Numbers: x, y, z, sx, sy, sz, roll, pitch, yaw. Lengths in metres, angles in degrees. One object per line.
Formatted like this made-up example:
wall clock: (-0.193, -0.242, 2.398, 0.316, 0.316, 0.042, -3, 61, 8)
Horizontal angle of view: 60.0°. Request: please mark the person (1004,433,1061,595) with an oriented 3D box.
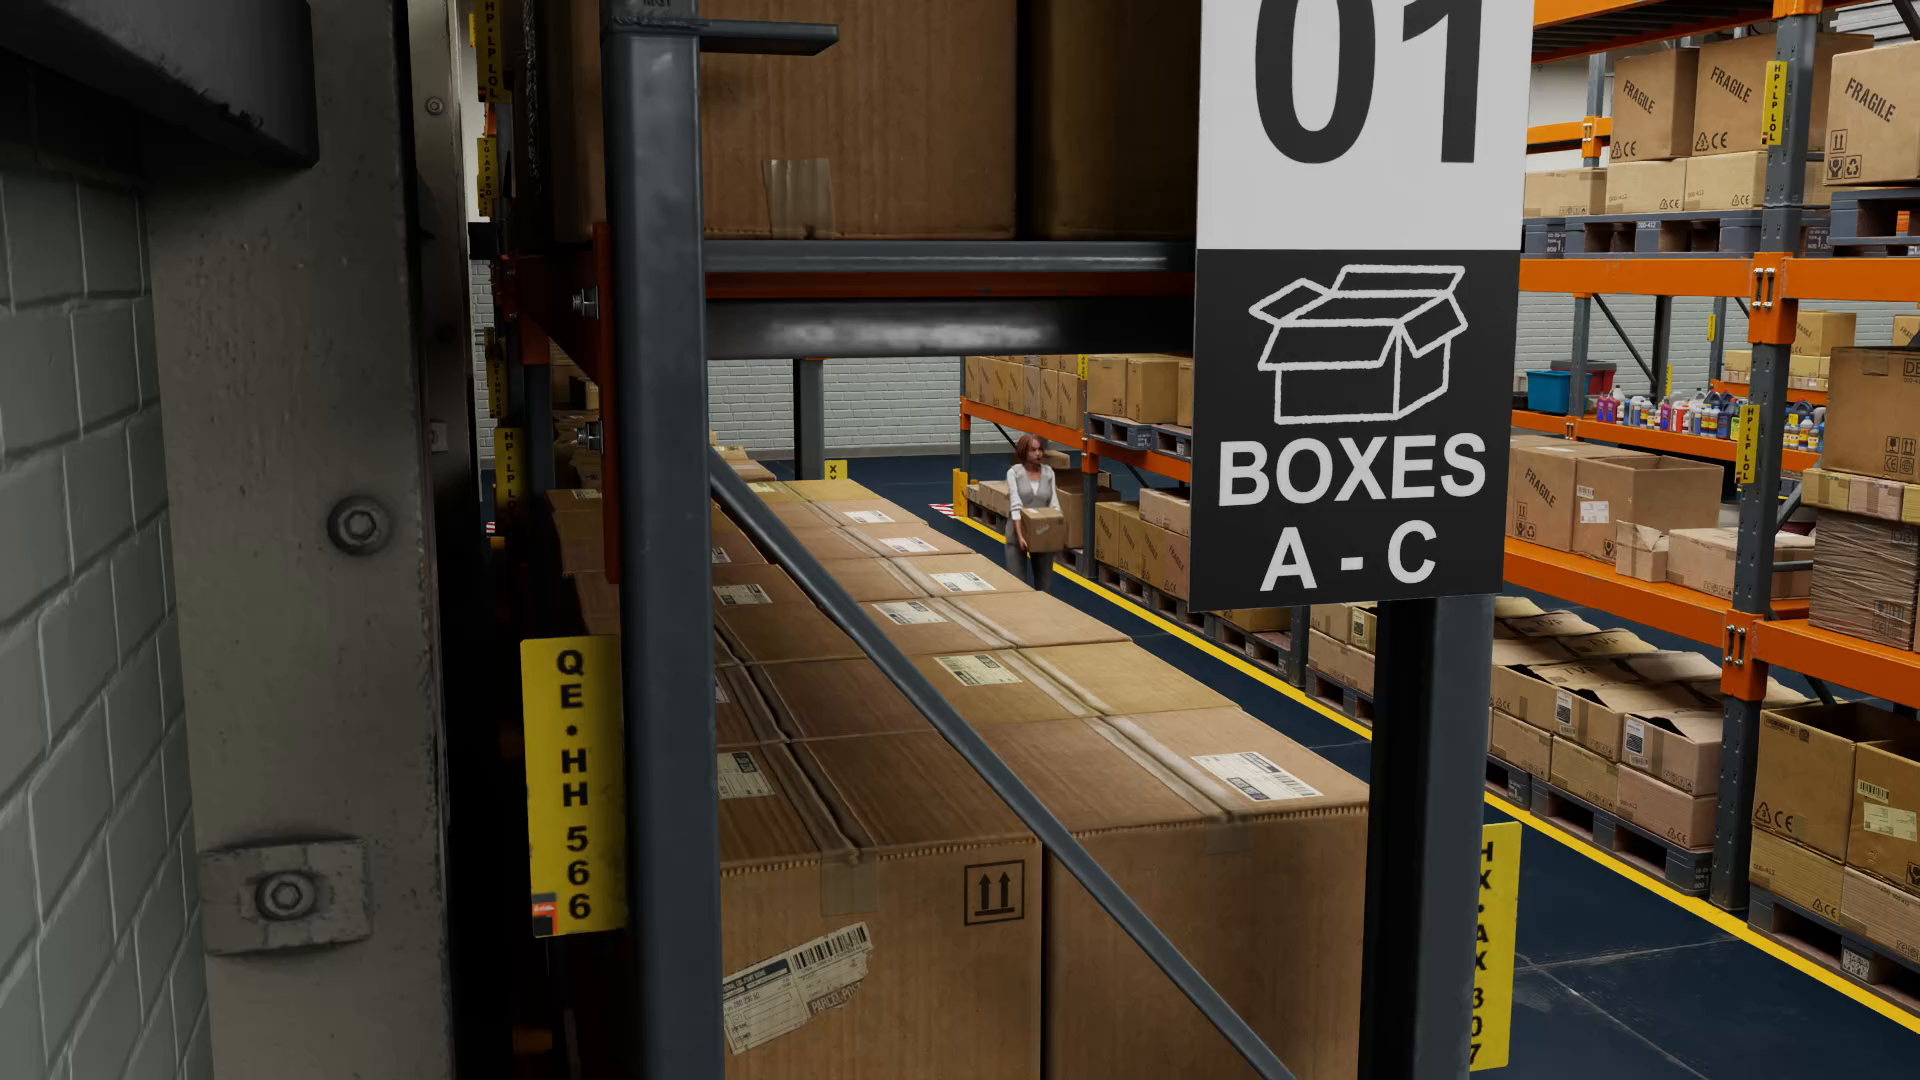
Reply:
person: (0.525, 0.042, 11.832, 0.375, 1.600, 0.502, -3, 10, -17)
